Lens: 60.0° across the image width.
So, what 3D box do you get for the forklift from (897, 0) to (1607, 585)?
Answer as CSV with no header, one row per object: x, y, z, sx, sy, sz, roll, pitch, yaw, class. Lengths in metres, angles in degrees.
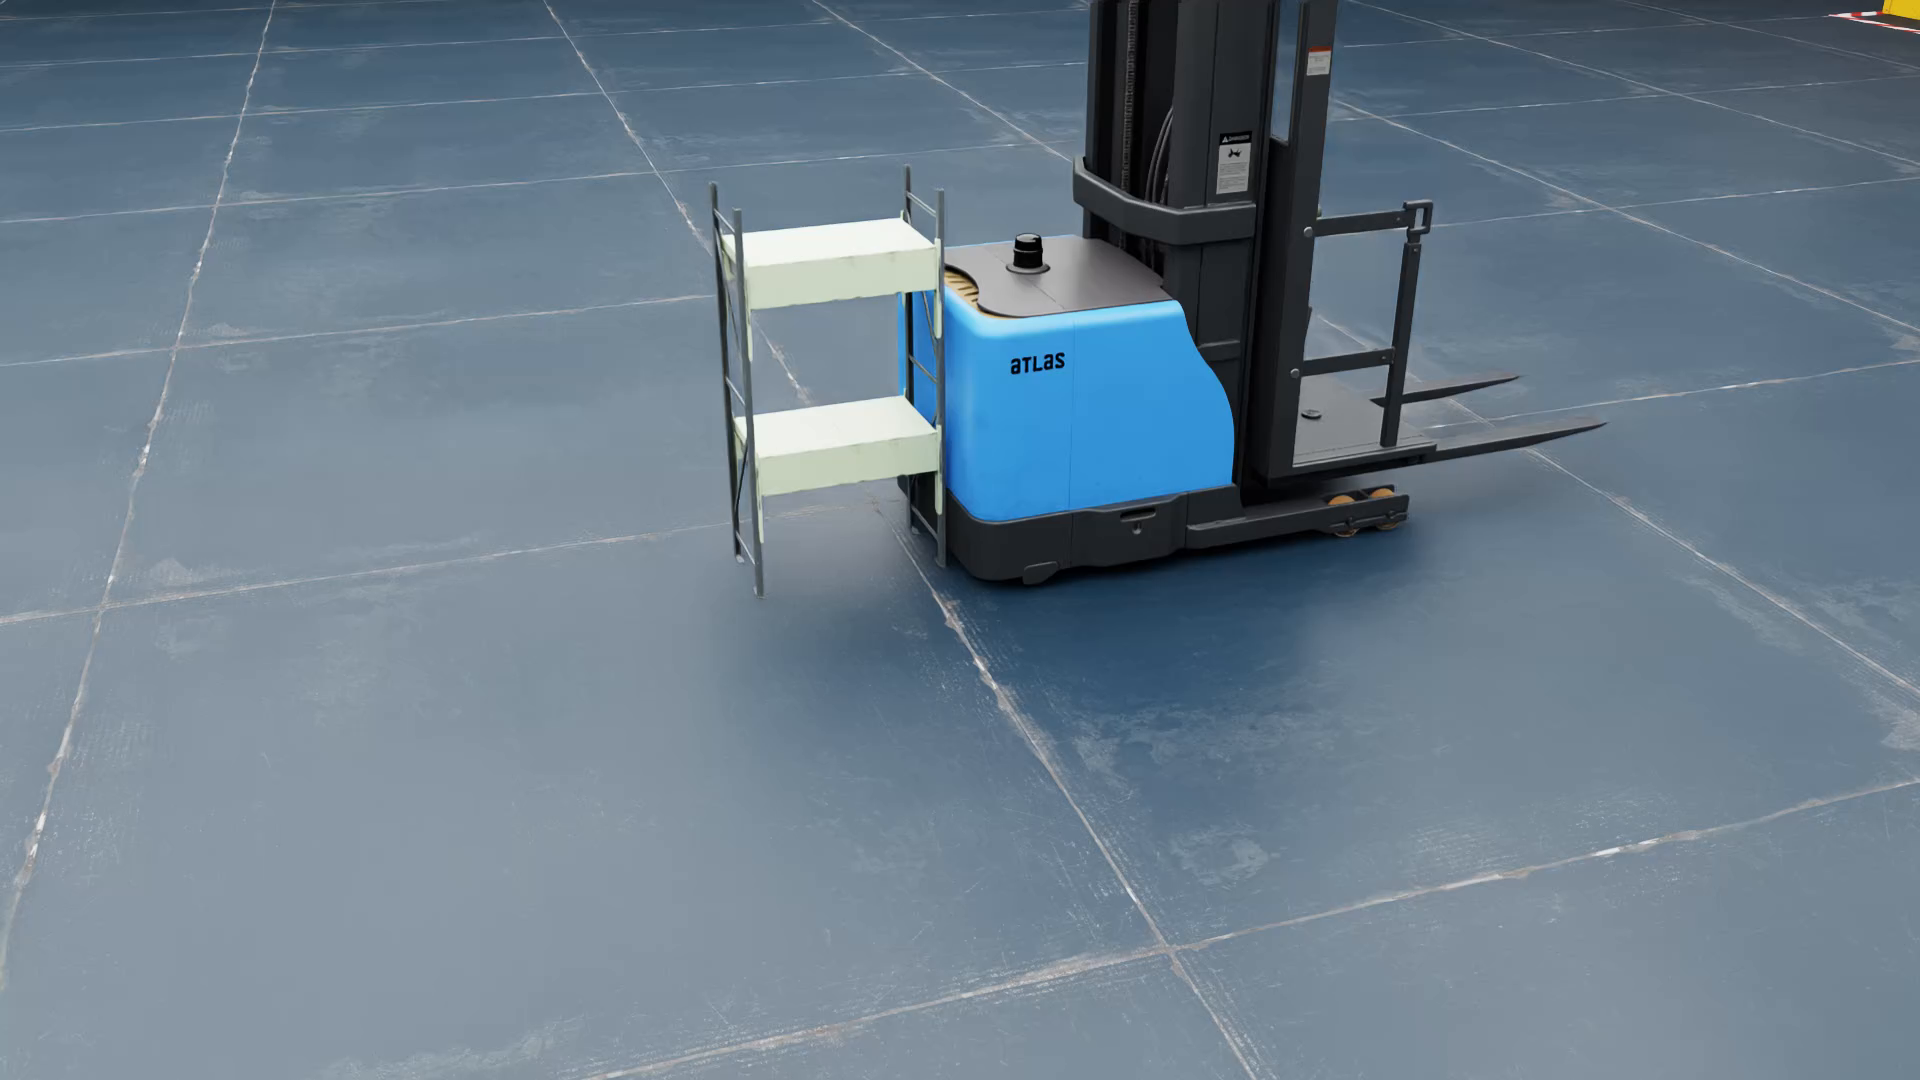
1.306,-1.534,6.544,3.031,2.935,1.130,-9,28,-18,forklift

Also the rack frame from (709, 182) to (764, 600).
-0.821,-0.529,6.130,0.023,1.500,0.400,-9,28,-18,rack frame

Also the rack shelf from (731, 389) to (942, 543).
-0.478,-0.294,6.389,0.720,0.370,0.431,-9,28,-18,rack shelf

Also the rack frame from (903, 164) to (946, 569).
-0.135,-0.643,6.358,0.023,1.500,0.400,-9,28,-18,rack frame

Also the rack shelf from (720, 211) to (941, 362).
-0.478,-0.936,6.070,0.720,0.370,0.431,-9,28,-18,rack shelf

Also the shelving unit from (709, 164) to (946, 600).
-0.478,-0.586,6.244,0.755,1.500,0.431,-9,28,-18,shelving unit

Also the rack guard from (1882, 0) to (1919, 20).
10.687,-5.937,18.147,0.348,0.500,1.175,-8,28,-16,rack guard
